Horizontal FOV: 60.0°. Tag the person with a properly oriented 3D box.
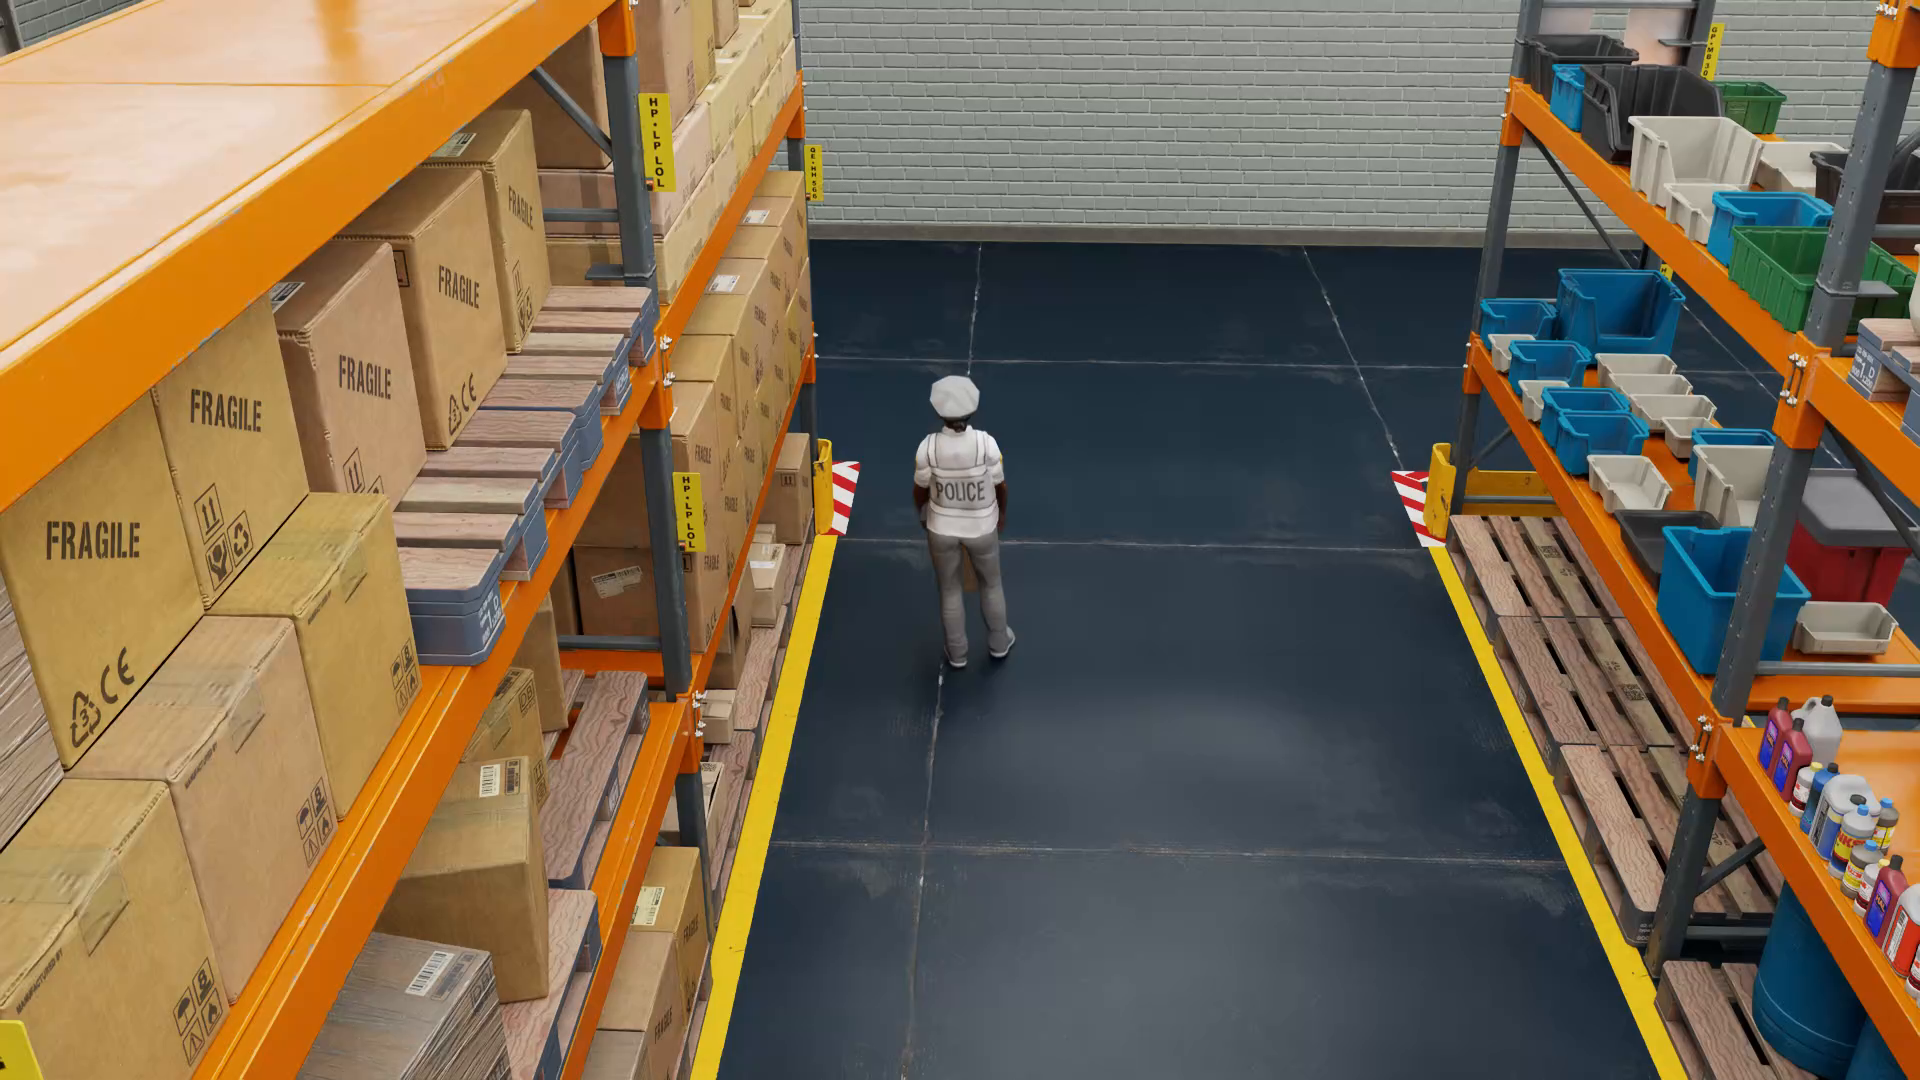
[{"bbox_3d":[0.028,-0.105,8.763,0.547,1.698,0.528,1,28,2],"label":"person"}]
